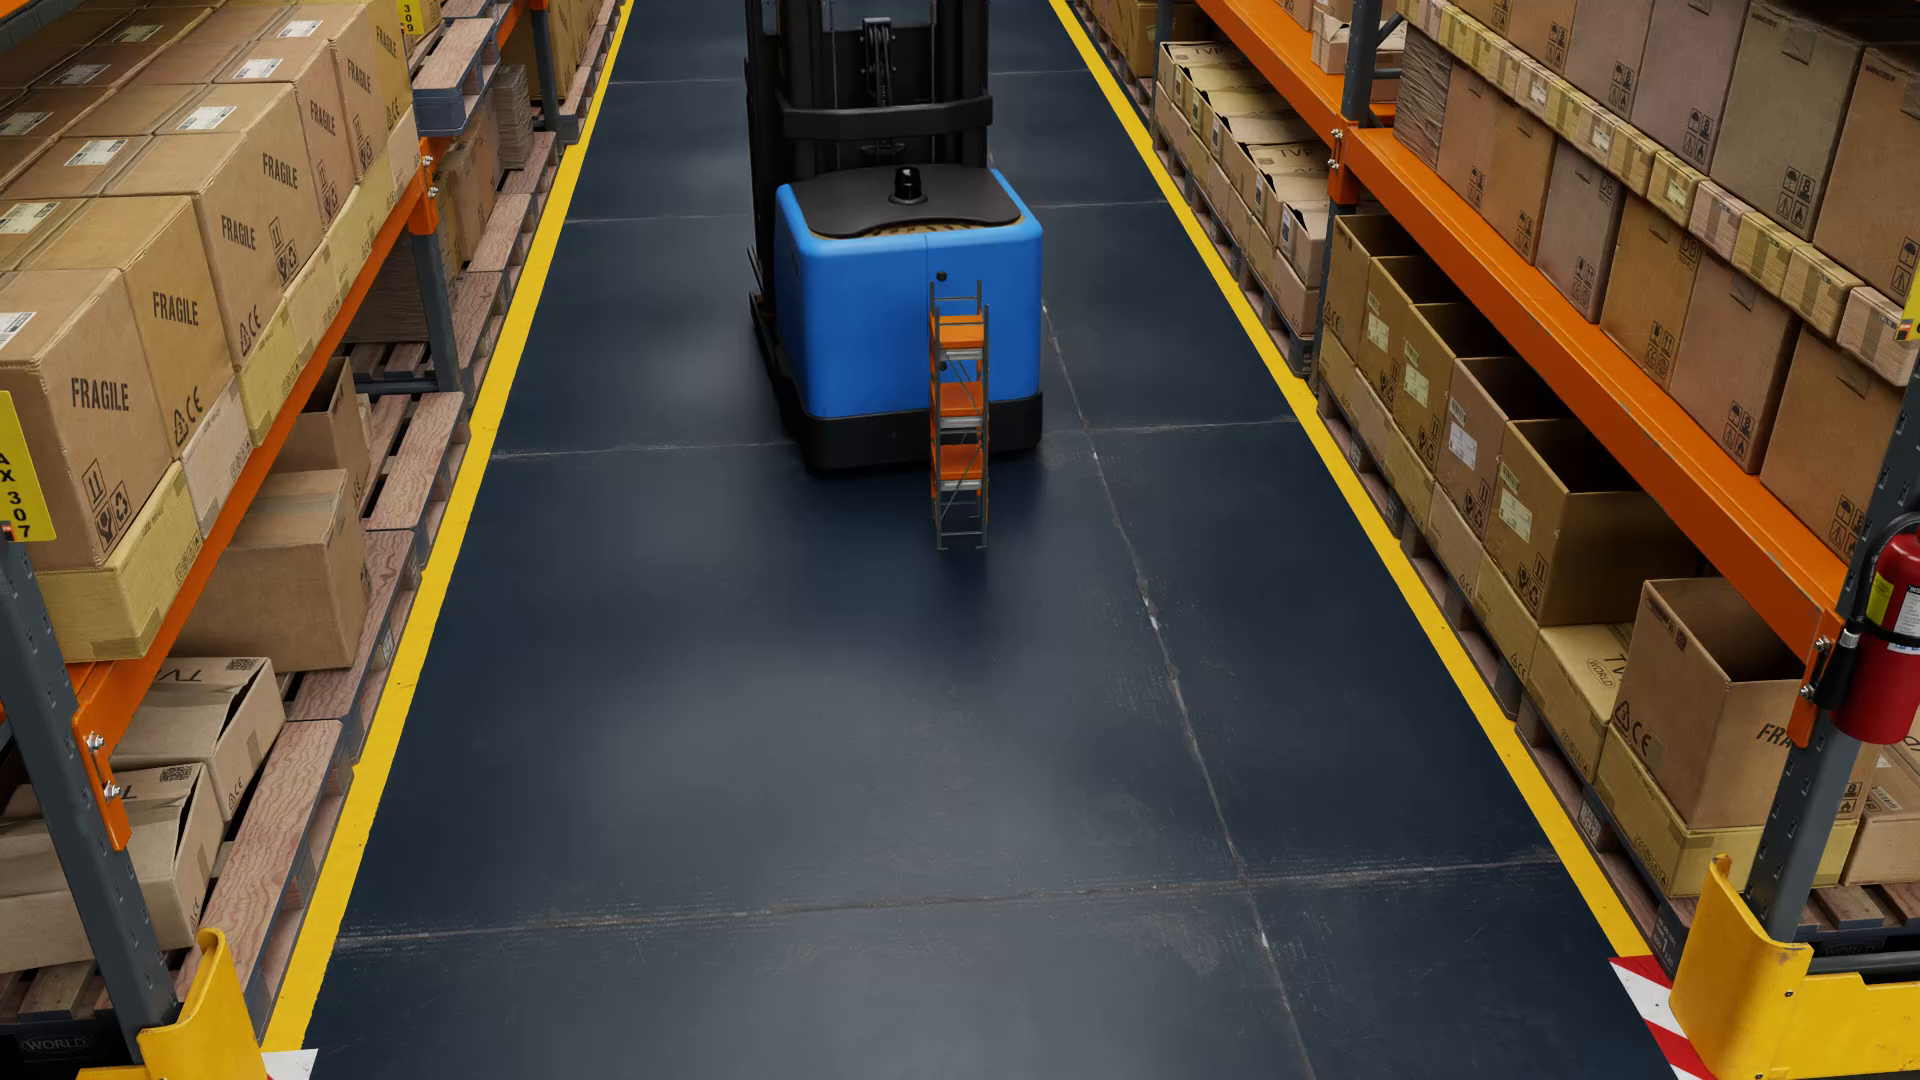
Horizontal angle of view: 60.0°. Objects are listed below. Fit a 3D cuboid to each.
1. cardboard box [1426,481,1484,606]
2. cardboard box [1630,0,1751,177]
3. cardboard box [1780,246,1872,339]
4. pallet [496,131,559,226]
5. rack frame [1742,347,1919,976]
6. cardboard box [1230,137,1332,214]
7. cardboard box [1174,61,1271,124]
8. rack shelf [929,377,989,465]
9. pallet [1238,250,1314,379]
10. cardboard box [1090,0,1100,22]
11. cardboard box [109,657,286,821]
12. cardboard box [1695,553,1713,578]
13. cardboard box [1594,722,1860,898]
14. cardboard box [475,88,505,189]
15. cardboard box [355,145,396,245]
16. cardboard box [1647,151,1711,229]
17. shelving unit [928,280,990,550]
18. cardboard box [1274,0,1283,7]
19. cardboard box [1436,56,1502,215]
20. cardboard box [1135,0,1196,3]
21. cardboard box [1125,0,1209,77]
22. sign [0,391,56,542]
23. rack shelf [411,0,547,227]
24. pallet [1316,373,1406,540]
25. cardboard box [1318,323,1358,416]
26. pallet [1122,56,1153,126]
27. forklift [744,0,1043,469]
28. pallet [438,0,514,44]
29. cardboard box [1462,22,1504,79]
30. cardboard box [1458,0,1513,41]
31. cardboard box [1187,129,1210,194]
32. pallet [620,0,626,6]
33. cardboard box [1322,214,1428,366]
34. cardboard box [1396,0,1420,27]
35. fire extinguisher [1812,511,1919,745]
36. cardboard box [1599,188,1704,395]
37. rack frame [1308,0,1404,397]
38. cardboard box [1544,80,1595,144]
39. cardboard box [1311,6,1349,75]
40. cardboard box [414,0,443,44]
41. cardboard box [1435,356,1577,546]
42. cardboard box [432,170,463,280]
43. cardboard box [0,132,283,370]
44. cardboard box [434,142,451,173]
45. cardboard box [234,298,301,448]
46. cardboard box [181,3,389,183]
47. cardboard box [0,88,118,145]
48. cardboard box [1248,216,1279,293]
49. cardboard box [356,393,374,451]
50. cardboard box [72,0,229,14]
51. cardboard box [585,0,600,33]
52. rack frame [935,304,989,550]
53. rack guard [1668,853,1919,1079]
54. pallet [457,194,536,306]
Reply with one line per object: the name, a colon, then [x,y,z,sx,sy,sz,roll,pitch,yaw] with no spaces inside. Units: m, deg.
cardboard box: [2.052,-0.005,6.104,0.500,0.250,0.500,-3,31,-5]
cardboard box: [2.411,-1.371,4.758,0.700,0.500,0.500,-3,31,-4]
cardboard box: [2.298,-0.621,4.134,0.380,0.149,0.250,-2,31,-3]
pallet: [-3.059,-2.229,10.276,1.003,0.211,1.213,-3,31,-5]
rack frame: [2.549,0.020,3.791,1.000,3.000,0.127,-3,31,-5]
cardboard box: [1.753,-1.976,8.858,0.500,0.311,0.500,-3,31,-5]
cardboard box: [1.615,-2.756,10.163,0.500,0.311,0.500,-3,31,-6]
rack shelf: [-0.005,-0.469,6.532,0.215,0.259,0.240,-3,31,-5]
pallet: [2.067,-1.199,8.552,1.003,0.211,1.213,-3,31,-5]
cardboard box: [1.330,-4.436,13.261,0.500,0.500,0.500,-2,31,-4]
cardboard box: [-2.411,0.576,5.053,0.500,0.311,0.500,0,31,0]
cardboard box: [2.612,-0.096,5.526,0.500,0.500,0.500,-3,31,-5]
cardboard box: [2.205,0.761,4.823,0.500,0.250,0.500,-3,31,-5]
cardboard box: [-3.079,-2.307,9.696,0.700,0.500,0.500,-3,31,-5]
cardboard box: [-2.372,-1.245,6.036,0.500,0.250,0.500,-3,31,-4]
cardboard box: [2.227,-1.014,4.792,0.380,0.149,0.250,-2,31,-3]
shelving unit: [-0.005,-0.478,6.527,0.215,1.050,0.252,-3,31,-5]
cardboard box: [1.974,-3.251,9.171,0.500,0.500,0.500,-4,31,-7]
cardboard box: [2.279,-1.570,6.356,0.700,0.500,0.500,-3,31,-5]
cardboard box: [1.471,-3.997,11.794,0.500,0.250,0.500,-2,31,-3]
cardboard box: [1.480,-3.646,11.938,0.500,0.500,0.500,-2,31,-3]
sign: [-1.843,-0.138,3.212,0.100,0.325,0.005,-3,31,-5]
rack shelf: [-2.943,-2.495,8.704,1.077,0.370,4.000,-3,31,-5]
pallet: [2.208,-0.417,7.242,1.003,0.211,1.213,-3,31,-5]
cardboard box: [1.917,-0.771,7.387,0.500,0.250,0.500,-3,31,-5]
pallet: [1.769,-3.250,11.986,1.003,0.211,1.213,-3,31,-5]
forklift: [-0.468,-2.305,7.750,1.130,2.935,3.031,-7,32,-11]
pallet: [-2.905,-2.734,8.589,1.003,0.211,1.213,-3,31,-5]
cardboard box: [2.083,-1.803,6.114,0.380,0.149,0.250,-3,31,-5]
cardboard box: [2.271,-2.138,6.041,0.700,0.500,0.500,-3,31,-5]
cardboard box: [1.660,-2.261,9.882,0.500,0.250,0.500,-4,31,-6]
pallet: [-3.497,-5.062,15.019,1.003,0.211,1.213,-3,31,-5]
cardboard box: [1.907,-1.092,7.194,0.500,0.500,0.500,-3,31,-5]
cardboard box: [2.007,-2.197,6.773,0.380,0.149,0.250,-3,31,-5]
fire extinguisher: [2.097,0.136,3.673,0.296,0.674,0.183,-3,31,-5]
cardboard box: [2.423,-0.783,5.039,0.700,0.500,0.500,-3,31,-4]
rack frame: [2.175,-2.022,7.210,1.000,3.000,0.127,-3,31,-5]
cardboard box: [2.156,-1.406,5.449,0.380,0.149,0.250,-3,31,-5]
cardboard box: [1.910,-2.405,7.982,0.396,0.266,0.258,-3,31,-6]
cardboard box: [-2.815,-2.562,7.587,0.700,0.500,0.500,0,31,1]
cardboard box: [2.049,-0.326,5.912,0.500,0.500,0.500,-3,31,-5]
cardboard box: [-2.940,-1.535,8.403,0.700,0.500,0.500,-3,31,-6]
cardboard box: [-2.206,-0.782,4.529,0.500,0.500,0.500,-4,31,-6]
cardboard box: [-2.939,-2.086,8.594,0.500,0.250,0.500,-4,31,-6]
cardboard box: [-2.217,-0.474,4.745,0.500,0.250,0.500,-3,31,-5]
cardboard box: [-2.352,-1.568,5.845,0.500,0.500,0.500,-3,31,-5]
cardboard box: [-2.775,-1.016,4.921,0.500,0.500,0.500,-2,31,-4]
cardboard box: [1.802,-1.478,8.571,0.500,0.250,0.500,-3,31,-5]
cardboard box: [-2.677,-0.484,6.969,0.380,0.166,0.250,-7,32,-11]
cardboard box: [-2.921,-1.799,6.232,0.500,0.500,0.500,-3,31,-6]
cardboard box: [-3.228,-4.345,12.787,0.750,0.750,0.750,-2,31,-3]
rack frame: [0.006,-0.416,6.422,0.200,1.050,0.008,-3,31,-5]
rack guard: [2.551,1.105,4.412,1.175,0.500,0.348,-3,31,-5]
pallet: [-2.948,-1.607,9.235,1.003,0.211,1.213,-3,31,-5]
